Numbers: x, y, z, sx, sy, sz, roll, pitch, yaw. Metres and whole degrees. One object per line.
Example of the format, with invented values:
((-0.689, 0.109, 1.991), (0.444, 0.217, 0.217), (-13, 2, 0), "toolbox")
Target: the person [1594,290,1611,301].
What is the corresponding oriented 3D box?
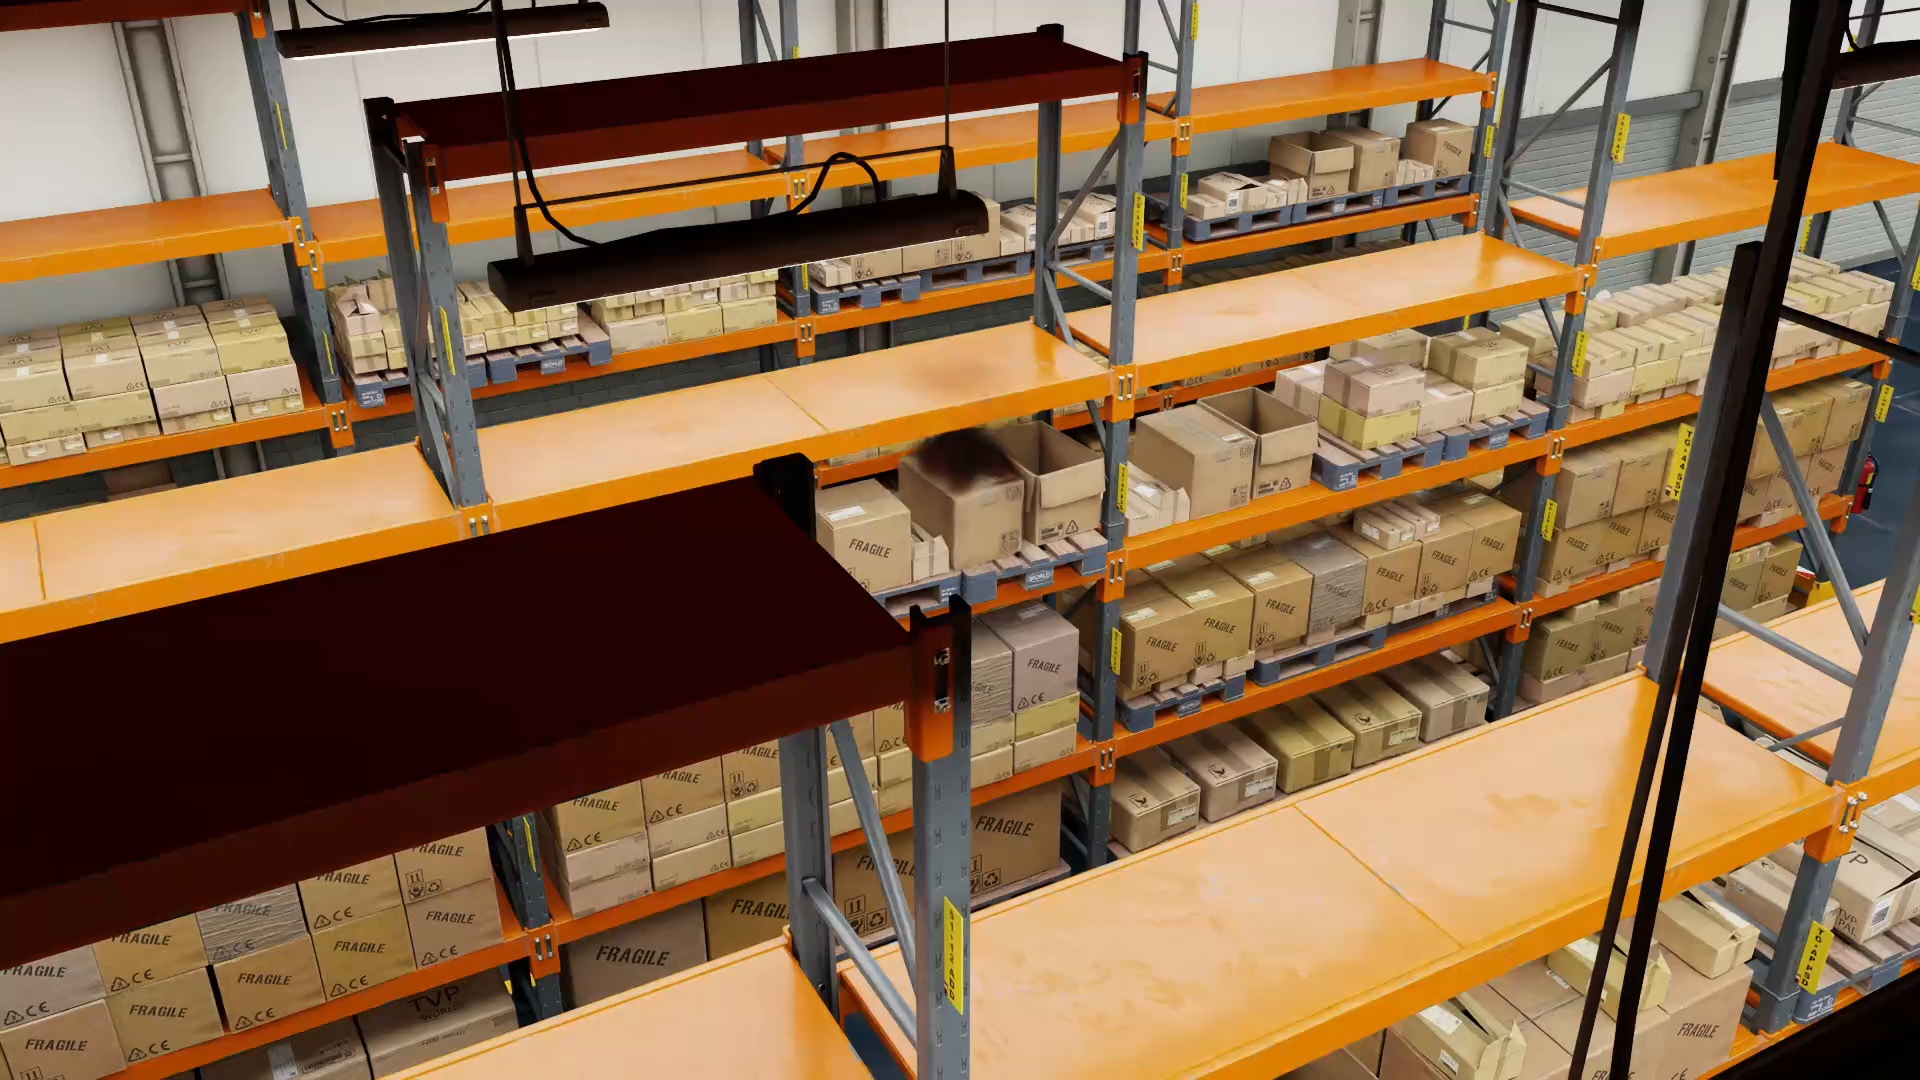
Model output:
((7.224, -1.969, 18.785), (0.971, 1.742, 0.476), (25, 37, 39), "person")
